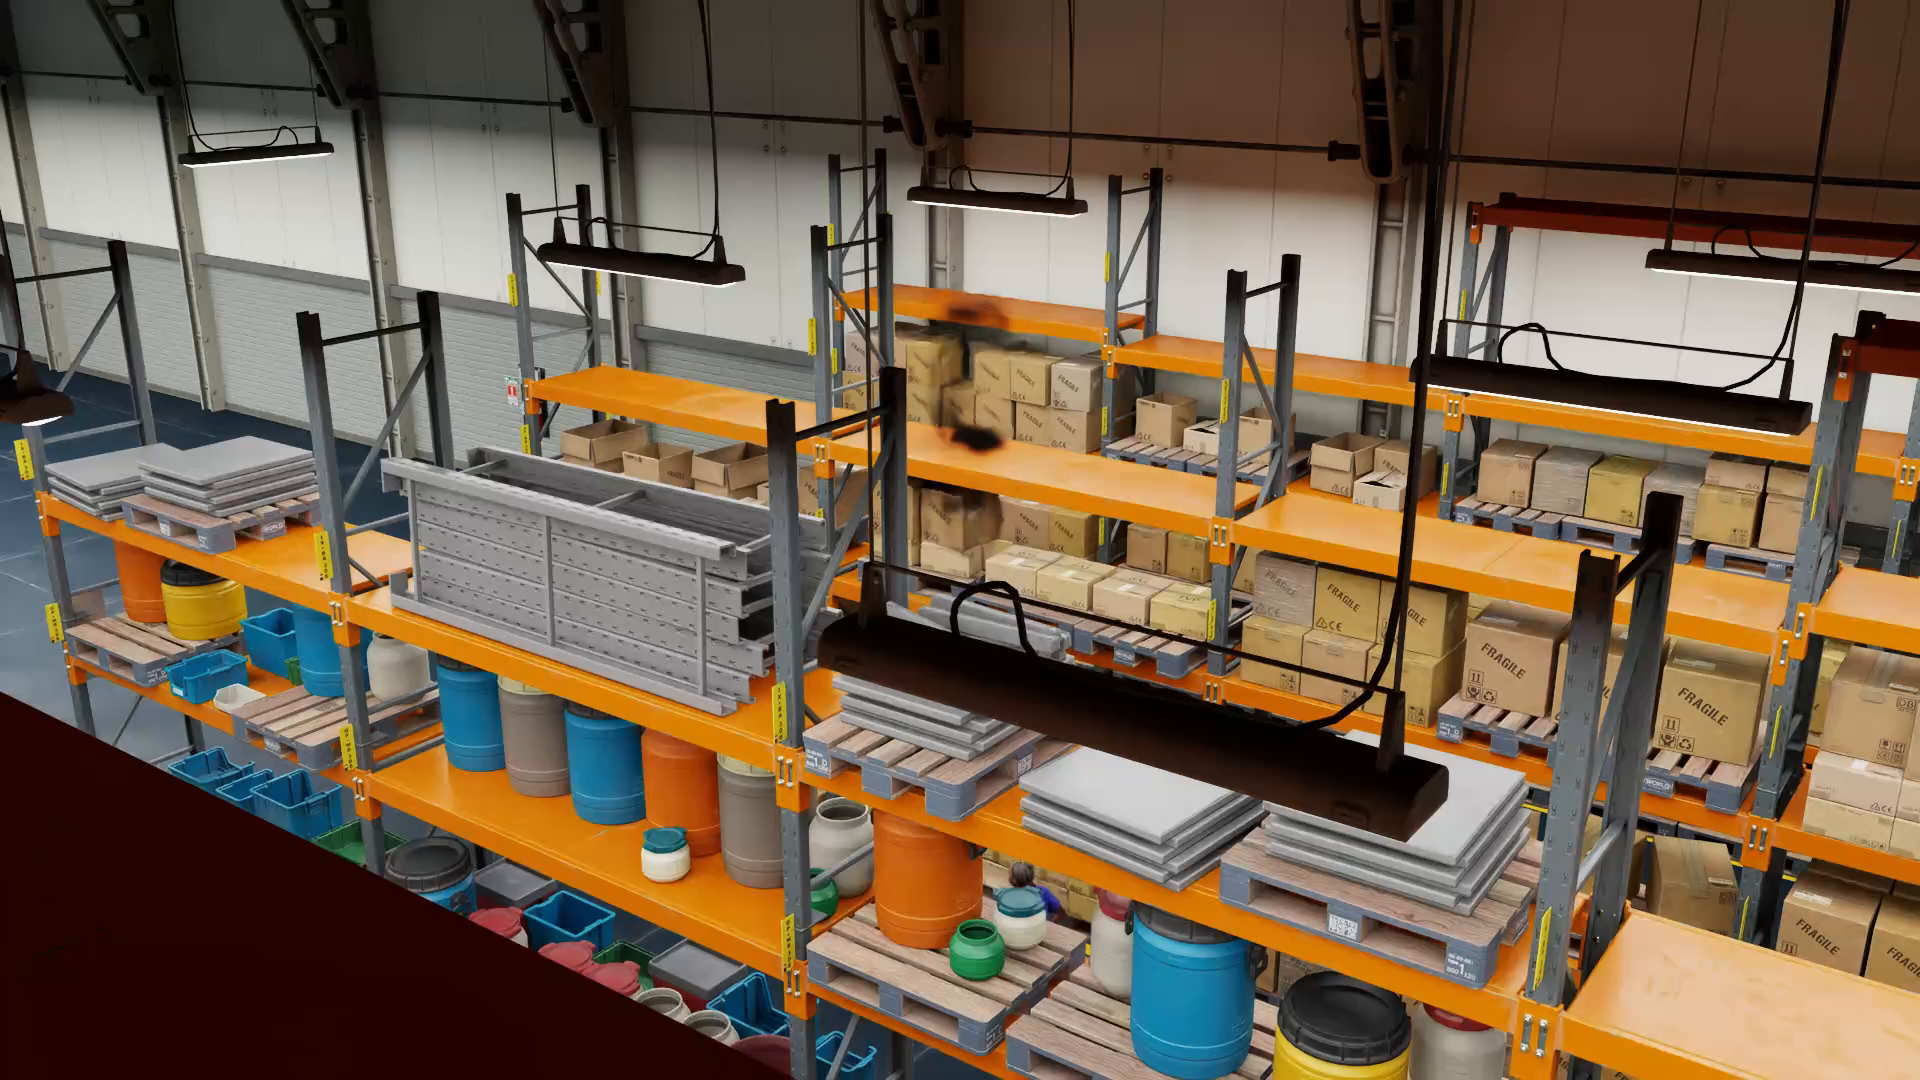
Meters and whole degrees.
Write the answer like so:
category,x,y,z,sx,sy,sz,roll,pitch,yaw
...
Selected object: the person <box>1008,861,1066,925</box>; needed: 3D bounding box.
category,x,y,z,sx,sy,sz,roll,pitch,yaw
person,0.464,3.239,12.889,0.675,1.670,0.550,10,21,28
